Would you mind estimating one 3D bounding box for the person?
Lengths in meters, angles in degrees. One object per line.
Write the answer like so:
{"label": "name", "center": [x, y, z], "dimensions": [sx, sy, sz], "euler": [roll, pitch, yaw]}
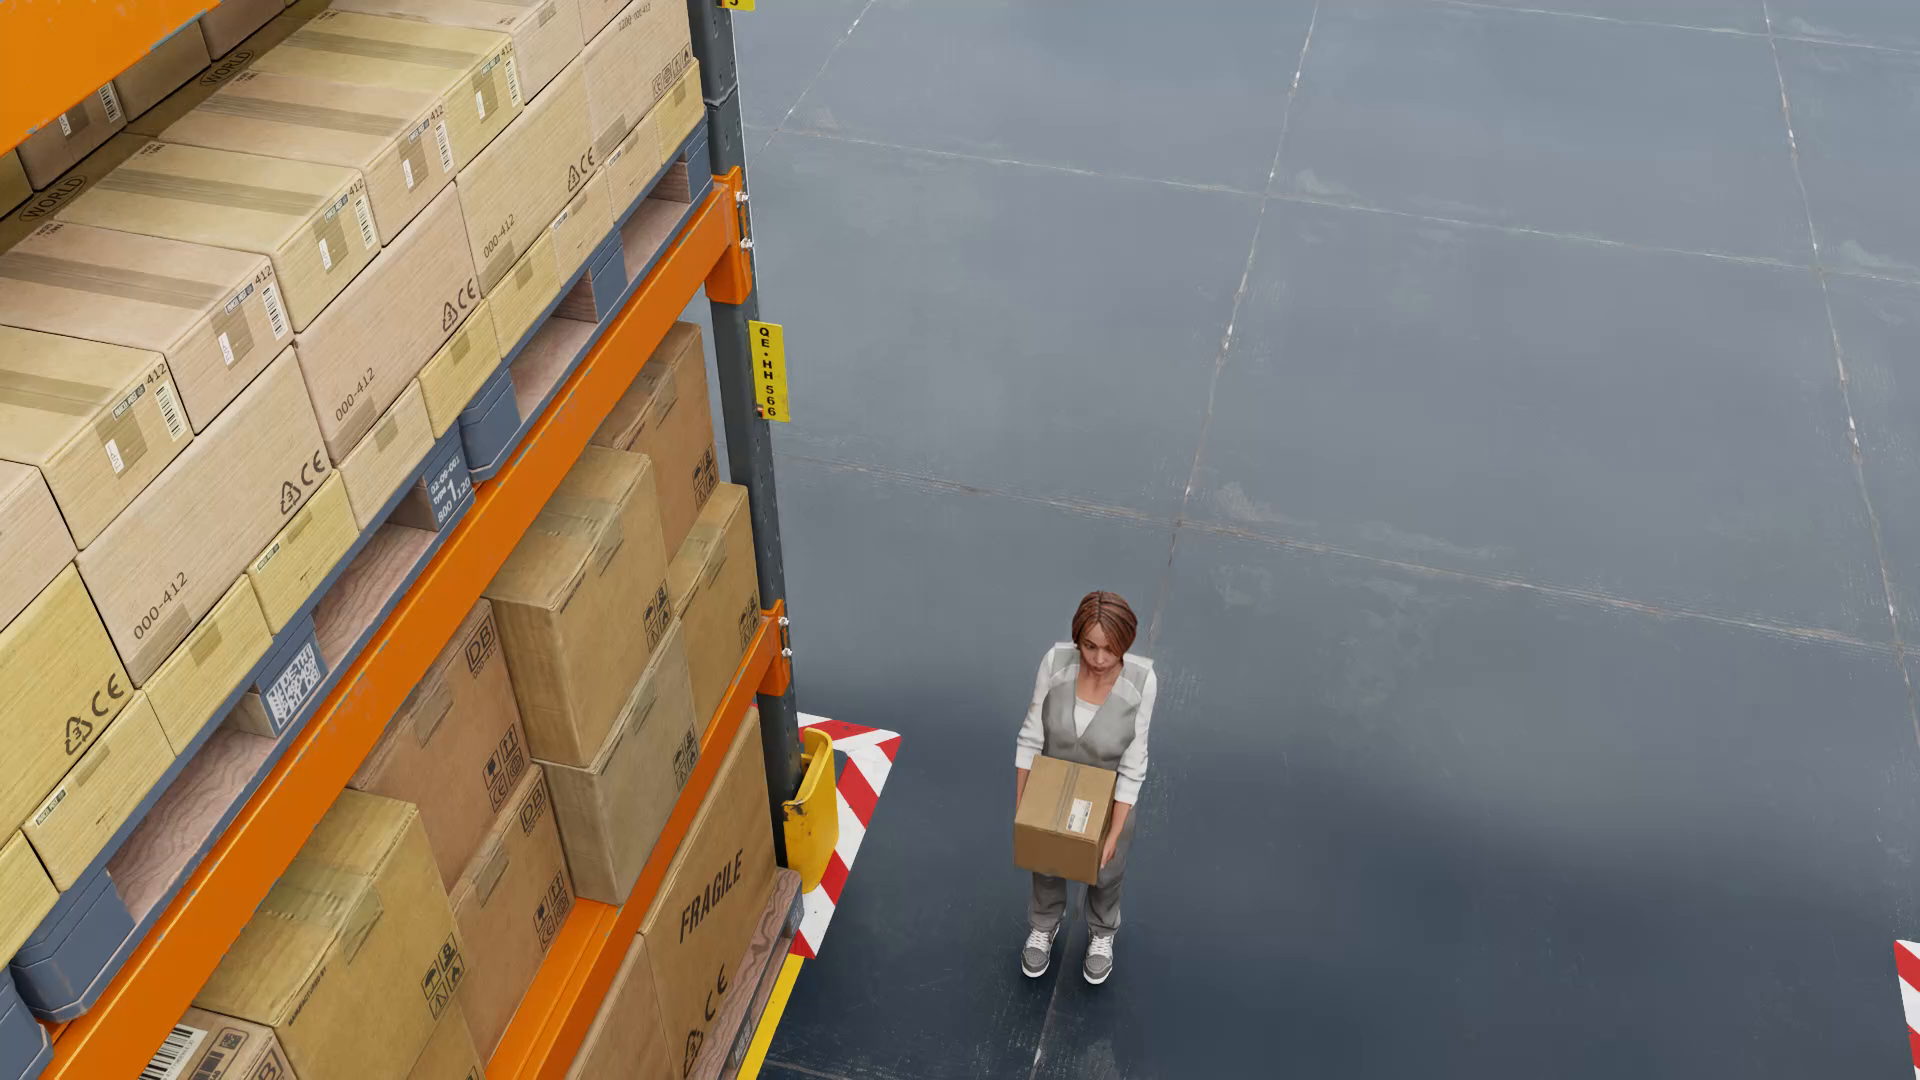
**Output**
{"label": "person", "center": [0.367, 0.851, 5.212], "dimensions": [0.404, 1.591, 0.490], "euler": [11, 43, 12]}
